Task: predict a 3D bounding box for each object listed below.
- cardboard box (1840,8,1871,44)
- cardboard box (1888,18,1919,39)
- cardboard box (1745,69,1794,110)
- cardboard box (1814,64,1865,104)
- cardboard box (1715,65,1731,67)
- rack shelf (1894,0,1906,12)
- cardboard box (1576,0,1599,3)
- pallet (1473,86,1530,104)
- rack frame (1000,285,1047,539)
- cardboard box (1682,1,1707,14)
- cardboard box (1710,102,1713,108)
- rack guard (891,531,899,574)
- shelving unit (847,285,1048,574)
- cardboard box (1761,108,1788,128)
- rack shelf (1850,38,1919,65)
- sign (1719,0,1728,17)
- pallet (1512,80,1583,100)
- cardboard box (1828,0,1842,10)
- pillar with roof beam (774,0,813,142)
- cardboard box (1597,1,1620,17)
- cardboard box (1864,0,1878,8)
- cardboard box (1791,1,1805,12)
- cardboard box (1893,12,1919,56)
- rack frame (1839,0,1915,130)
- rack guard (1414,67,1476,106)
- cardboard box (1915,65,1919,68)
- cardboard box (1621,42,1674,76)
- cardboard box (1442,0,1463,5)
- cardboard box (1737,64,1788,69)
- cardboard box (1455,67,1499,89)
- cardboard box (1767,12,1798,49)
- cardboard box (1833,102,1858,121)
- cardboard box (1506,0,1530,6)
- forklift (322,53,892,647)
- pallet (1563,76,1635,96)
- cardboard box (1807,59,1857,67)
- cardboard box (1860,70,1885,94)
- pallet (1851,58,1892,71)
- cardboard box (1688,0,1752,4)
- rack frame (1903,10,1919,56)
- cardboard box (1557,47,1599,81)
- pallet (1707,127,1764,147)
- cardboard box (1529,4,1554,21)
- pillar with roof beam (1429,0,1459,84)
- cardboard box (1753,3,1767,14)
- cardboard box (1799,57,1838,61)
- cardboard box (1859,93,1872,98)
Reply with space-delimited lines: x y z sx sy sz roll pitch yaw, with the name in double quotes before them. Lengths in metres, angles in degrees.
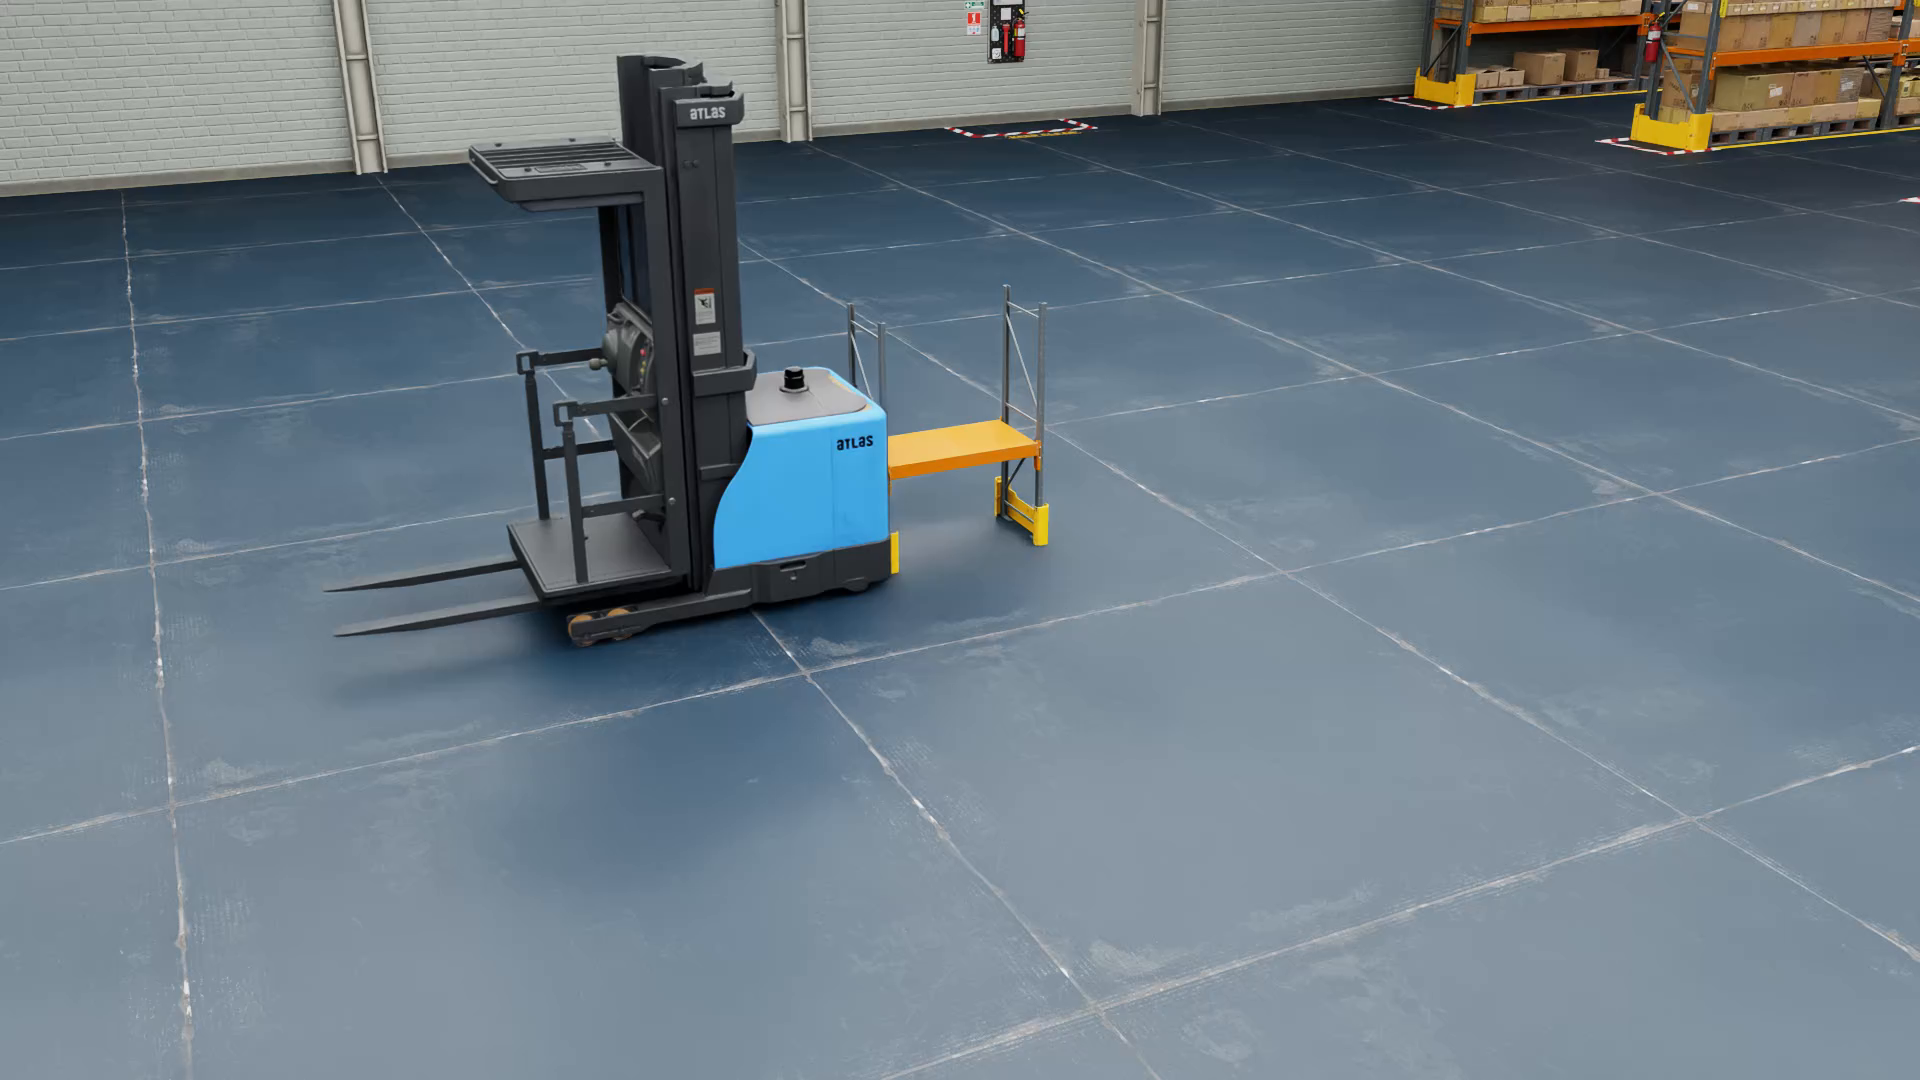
"cardboard box" 13.035 -7.684 24.761 0.500 0.500 0.700 -11 25 -24
"cardboard box" 14.329 -7.831 25.443 0.500 0.250 0.500 -9 24 -20
"cardboard box" 11.775 -6.593 24.322 0.500 0.500 0.500 -10 25 -24
"cardboard box" 13.126 -6.843 24.924 0.500 0.500 0.500 -10 25 -24
"cardboard box" 13.781 -8.947 30.635 0.500 0.500 0.700 -11 25 -24
"rack shelf" 17.159 -10.173 31.845 4.000 0.370 1.077 -10 25 -24
"cardboard box" 10.555 -9.447 28.340 0.500 0.500 0.500 -11 25 -25
"pallet" 8.965 -7.693 28.560 1.213 0.211 1.003 -10 25 -24
"rack frame" 0.381 -0.763 10.133 0.032 1.500 0.500 -10 25 -24
"cardboard box" 10.562 -7.615 23.746 0.250 0.149 0.380 -11 25 -25
"cardboard box" 11.101 -6.342 24.694 0.500 0.250 0.500 -10 25 -24
"rack guard" -0.517 -0.020 9.972 0.087 0.250 0.587 -10 25 -24
"shelving unit" -0.069 -0.680 9.933 1.083 1.500 0.587 -10 25 -24
"cardboard box" 11.780 -6.243 24.456 0.500 0.250 0.500 -10 25 -24
"rack shelf" 15.707 -7.803 26.119 4.000 0.370 1.077 -10 25 -24
"sign" 10.536 -7.384 22.932 0.005 0.325 0.100 -10 25 -24
"pallet" 10.062 -7.894 29.045 1.213 0.211 1.003 -10 25 -24
"cardboard box" 12.608 -7.821 24.242 0.250 0.149 0.380 -10 24 -22
"pillar with roof beam" -0.541 -8.559 19.160 0.400 9.000 9.100 -10 25 -24
"cardboard box" 11.005 -9.187 28.693 0.500 0.250 0.500 -10 25 -23
"cardboard box" 13.294 -7.946 24.545 0.250 0.149 0.380 -11 25 -25
"cardboard box" 11.907 -7.691 23.930 0.250 0.149 0.380 -11 25 -24
"cardboard box" 18.432 -9.885 32.471 0.750 0.750 0.750 -10 25 -23
"rack frame" 13.905 -7.804 25.180 0.127 3.000 1.000 -10 25 -24
"rack guard" 8.217 -7.704 28.209 0.348 0.500 1.175 -10 25 -24
"cardboard box" 15.516 -7.405 26.530 0.500 0.311 0.500 -11 25 -24
"cardboard box" 12.409 -8.686 30.006 0.500 0.500 0.700 -10 24 -22
"cardboard box" 8.481 -9.285 27.947 0.500 0.500 0.500 -11 25 -24
"cardboard box" 12.000 -6.855 24.954 0.500 0.500 0.500 -10 25 -24
"cardboard box" 8.811 -7.891 28.332 0.500 0.311 0.500 -14 26 -30
"cardboard box" 11.648 -7.428 24.143 0.500 0.500 0.700 -10 25 -23
"cardboard box" 13.127 -6.495 25.066 0.500 0.250 0.500 -10 25 -24
"cardboard box" 9.159 -9.187 27.712 0.500 0.500 0.500 -10 25 -23
"forklift" -1.956 -1.015 8.871 3.031 2.935 1.130 -10 24 -22
"pallet" 11.163 -8.098 29.538 1.213 0.211 1.003 -10 25 -24
"cardboard box" 13.351 -7.105 25.557 0.500 0.500 0.500 -10 25 -24
"cardboard box" 14.145 -7.152 25.919 0.500 0.311 0.500 -10 25 -24
"pallet" 17.198 -9.191 32.178 1.213 0.211 1.003 -10 25 -24
"cardboard box" 10.774 -7.868 23.508 0.500 0.500 0.700 -10 25 -23
"rack frame" 18.961 -10.837 32.509 0.127 3.000 1.000 -10 25 -24
"cardboard box" 10.835 -8.373 29.248 0.500 0.500 0.500 -12 26 -28
"pallet" 10.971 -5.993 24.452 1.213 0.211 1.003 -10 25 -24
"cardboard box" 9.649 -8.932 28.075 0.500 0.250 0.500 -11 25 -24
"pillar with roof beam" 10.271 -10.549 23.969 0.400 9.000 9.100 -10 25 -24
"cardboard box" 11.210 -7.563 23.619 0.250 0.149 0.380 -10 25 -23
"cardboard box" 16.077 -9.451 31.422 0.750 0.750 0.750 -11 25 -24
"cardboard box" 14.153 -6.896 26.033 0.500 0.250 0.500 -11 25 -24
